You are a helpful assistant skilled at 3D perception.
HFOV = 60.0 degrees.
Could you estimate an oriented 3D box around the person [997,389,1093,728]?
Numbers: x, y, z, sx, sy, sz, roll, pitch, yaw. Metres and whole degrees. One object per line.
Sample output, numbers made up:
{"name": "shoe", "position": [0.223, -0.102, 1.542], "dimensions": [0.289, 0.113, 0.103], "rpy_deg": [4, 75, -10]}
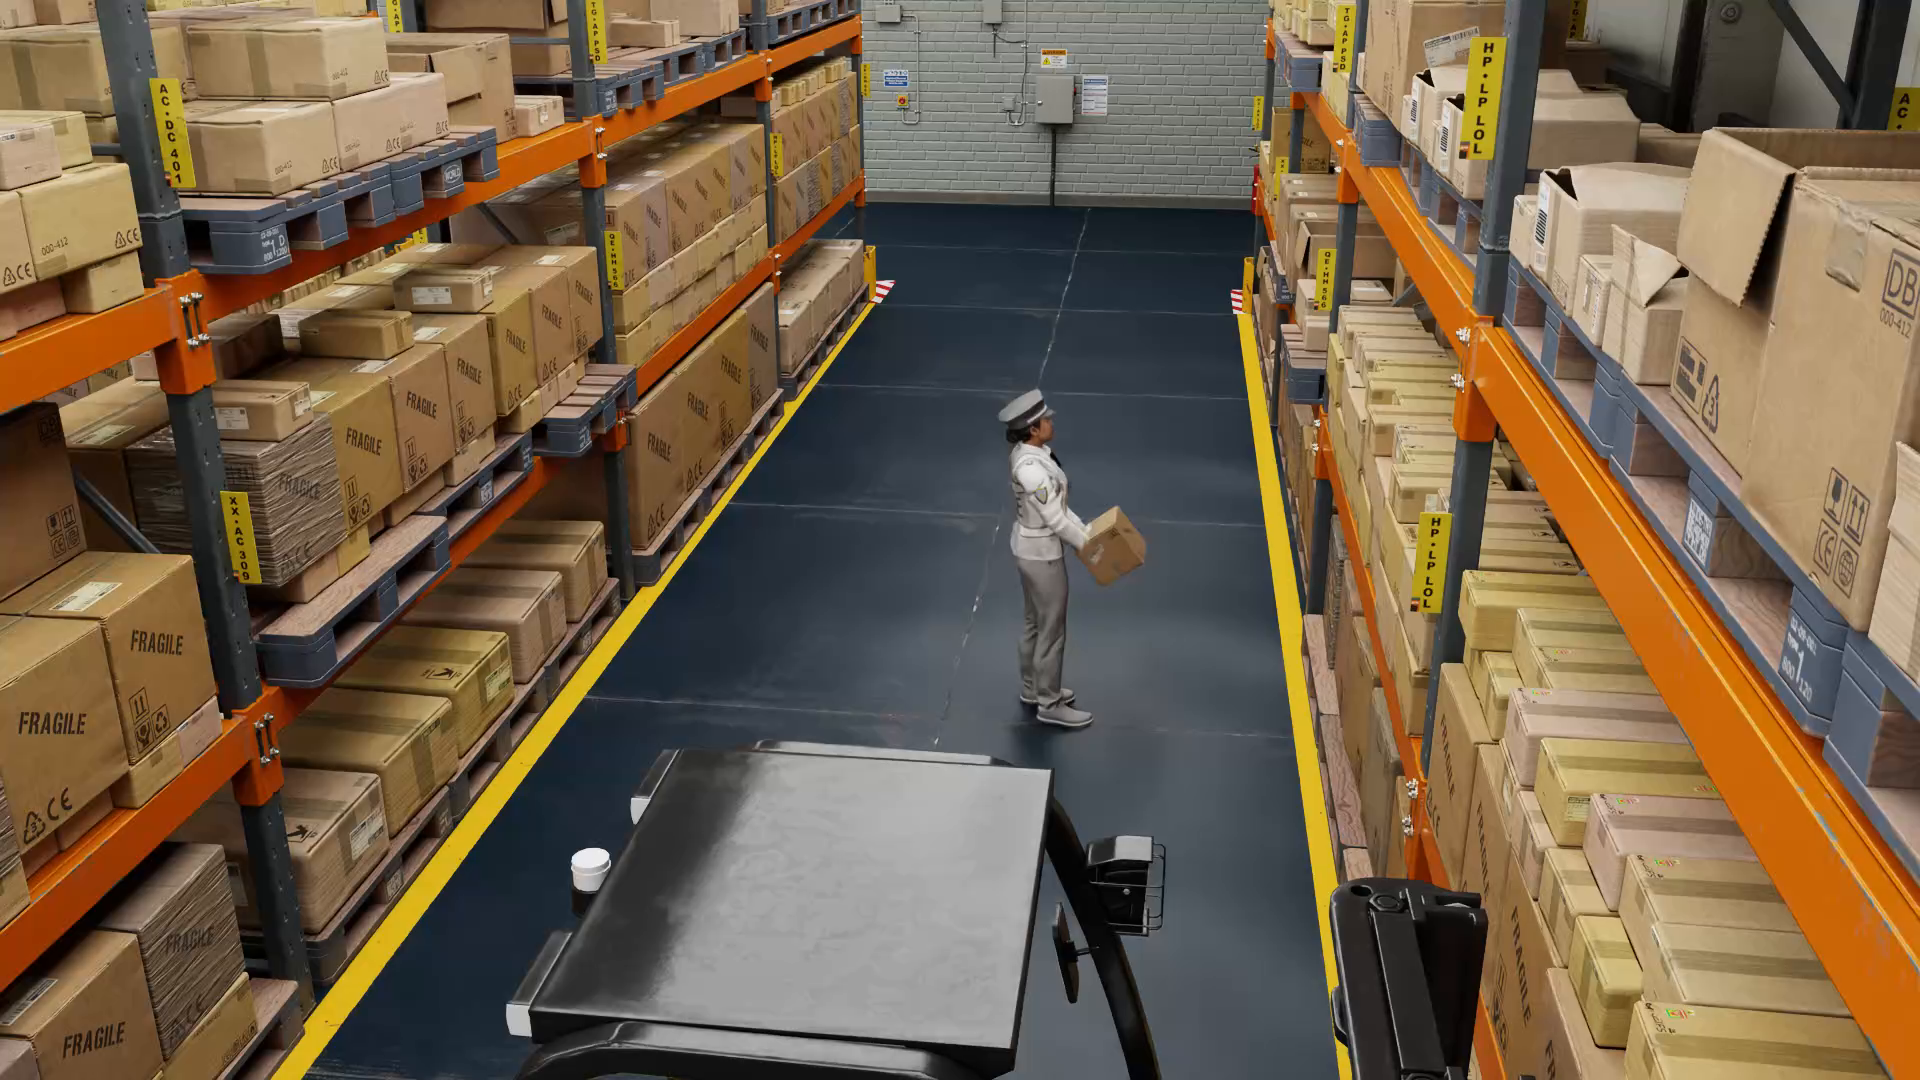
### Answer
{"name": "person", "position": [0.453, 0.075, 8.336], "dimensions": [0.535, 1.701, 0.511], "rpy_deg": [-2, 21, -4]}
